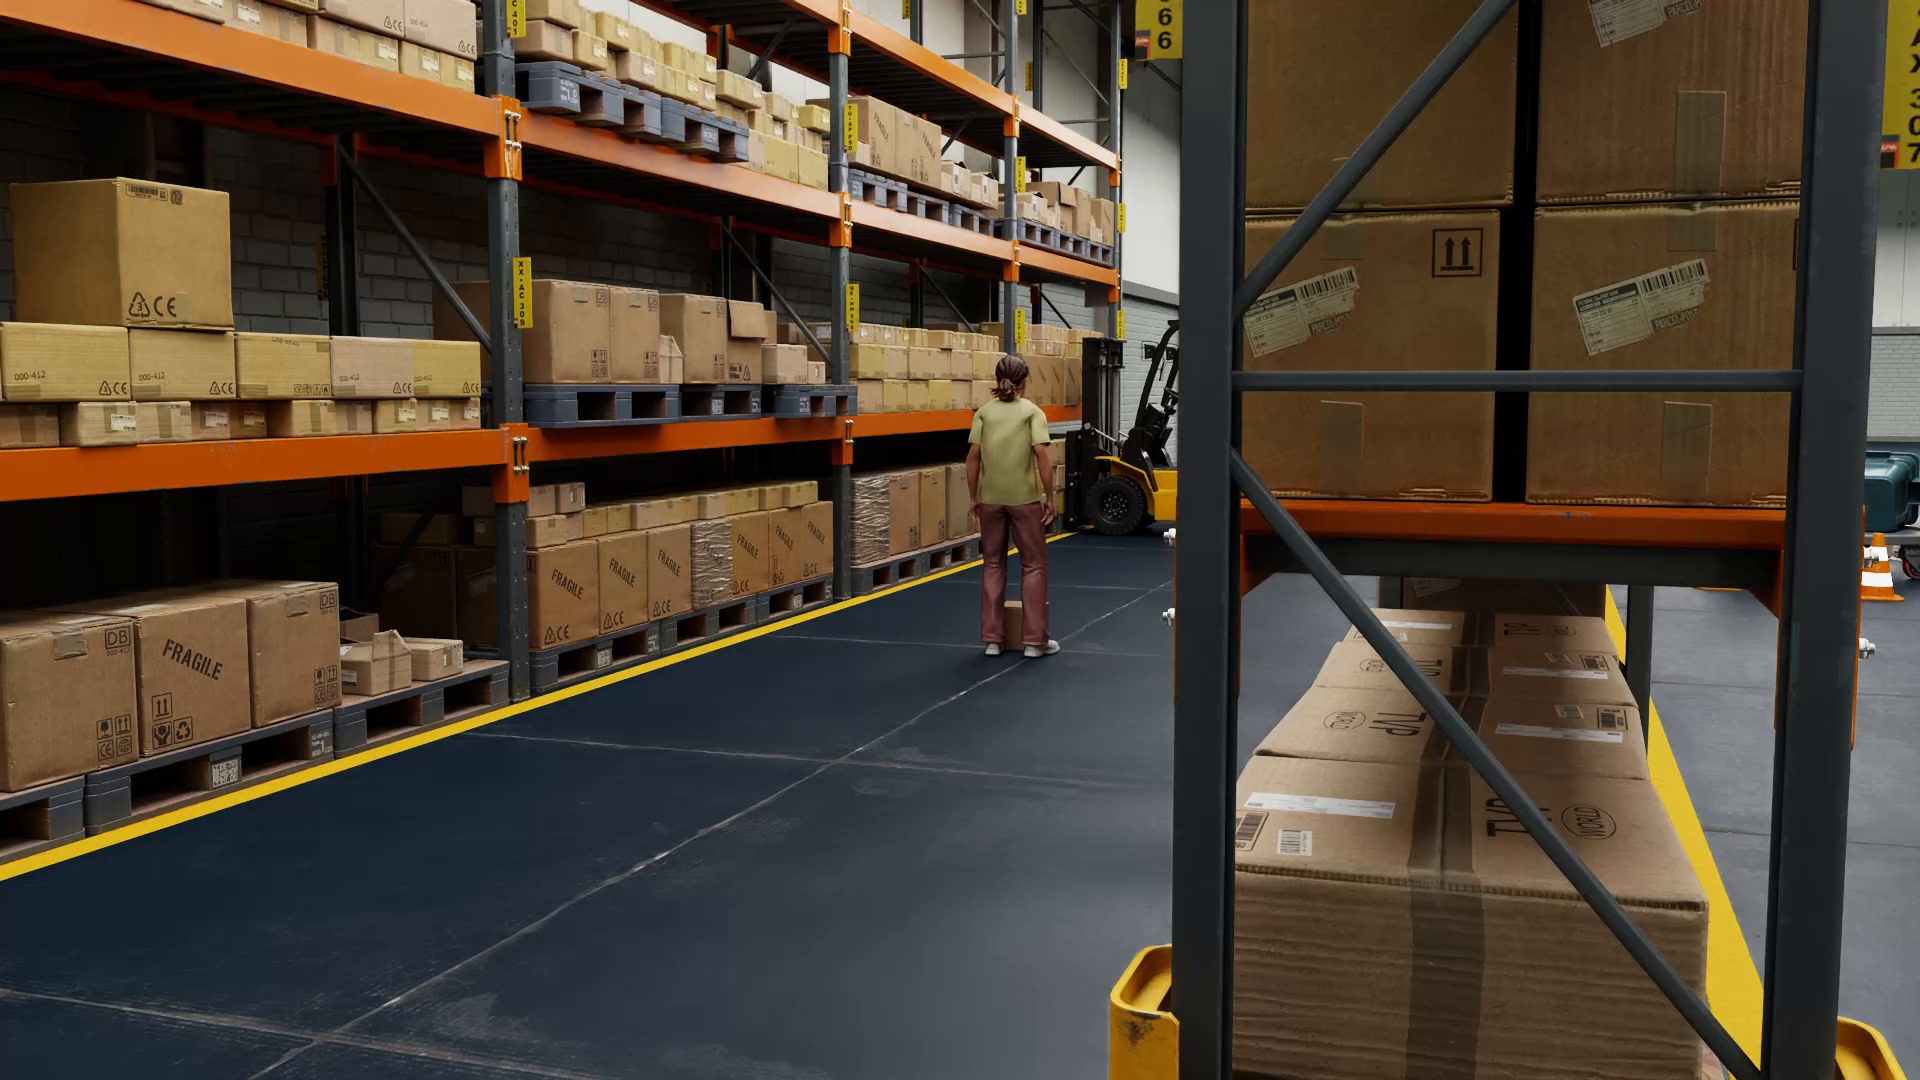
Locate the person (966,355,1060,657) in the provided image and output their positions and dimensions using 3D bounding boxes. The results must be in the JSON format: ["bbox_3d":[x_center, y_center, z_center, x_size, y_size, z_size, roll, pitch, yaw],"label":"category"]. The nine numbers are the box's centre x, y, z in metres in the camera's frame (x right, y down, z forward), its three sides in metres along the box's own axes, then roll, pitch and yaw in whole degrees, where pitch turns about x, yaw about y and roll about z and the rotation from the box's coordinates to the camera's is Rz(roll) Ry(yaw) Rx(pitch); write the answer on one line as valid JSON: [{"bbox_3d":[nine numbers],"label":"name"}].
[{"bbox_3d":[0.288,-0.192,9.283,0.499,1.673,0.355,2,6,19],"label":"person"}]
